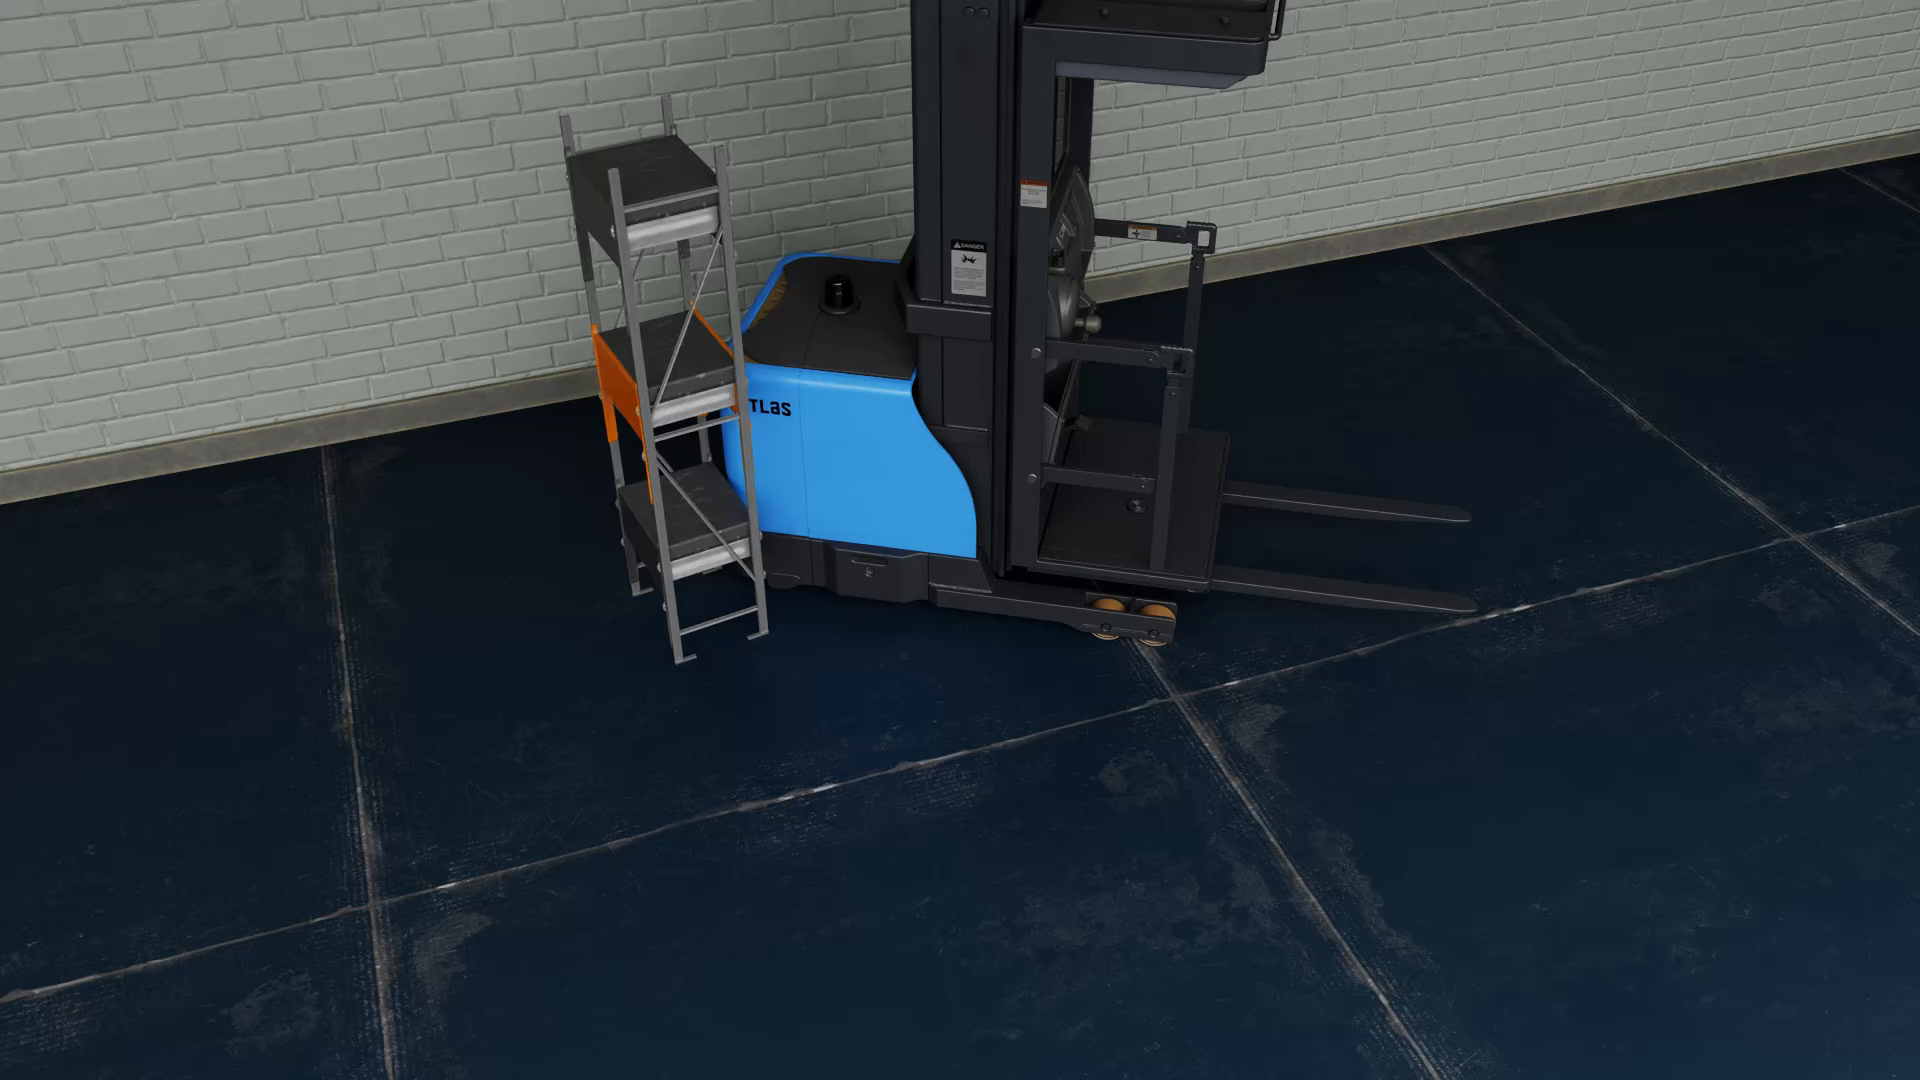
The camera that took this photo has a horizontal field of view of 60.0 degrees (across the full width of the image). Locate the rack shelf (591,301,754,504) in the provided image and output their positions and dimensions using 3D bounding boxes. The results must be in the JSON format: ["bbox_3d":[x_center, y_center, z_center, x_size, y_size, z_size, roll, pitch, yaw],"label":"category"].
[{"bbox_3d":[-1.073,-0.523,6.222,0.431,0.518,0.480,-18,41,-23],"label":"rack shelf"}]

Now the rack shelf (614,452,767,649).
[{"bbox_3d":[-1.073,0.036,6.643,0.431,0.518,0.480,-18,41,-23],"label":"rack shelf"}]

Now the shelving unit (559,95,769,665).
[{"bbox_3d":[-1.073,-0.534,6.214,0.431,2.100,0.503,-18,41,-23],"label":"shelving unit"}]

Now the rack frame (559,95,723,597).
[{"bbox_3d":[-1.190,-0.663,6.384,0.400,2.100,0.015,-18,41,-23],"label":"rack frame"}]

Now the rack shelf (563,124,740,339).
[{"bbox_3d":[-1.073,-1.082,5.801,0.431,0.518,0.480,-18,41,-23],"label":"rack shelf"}]

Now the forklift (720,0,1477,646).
[{"bbox_3d":[0.610,-1.095,6.268,3.031,2.935,1.130,7,38,9],"label":"forklift"}]

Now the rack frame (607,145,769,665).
[{"bbox_3d":[-0.955,-0.405,6.043,0.400,2.100,0.015,-18,41,-23],"label":"rack frame"}]
